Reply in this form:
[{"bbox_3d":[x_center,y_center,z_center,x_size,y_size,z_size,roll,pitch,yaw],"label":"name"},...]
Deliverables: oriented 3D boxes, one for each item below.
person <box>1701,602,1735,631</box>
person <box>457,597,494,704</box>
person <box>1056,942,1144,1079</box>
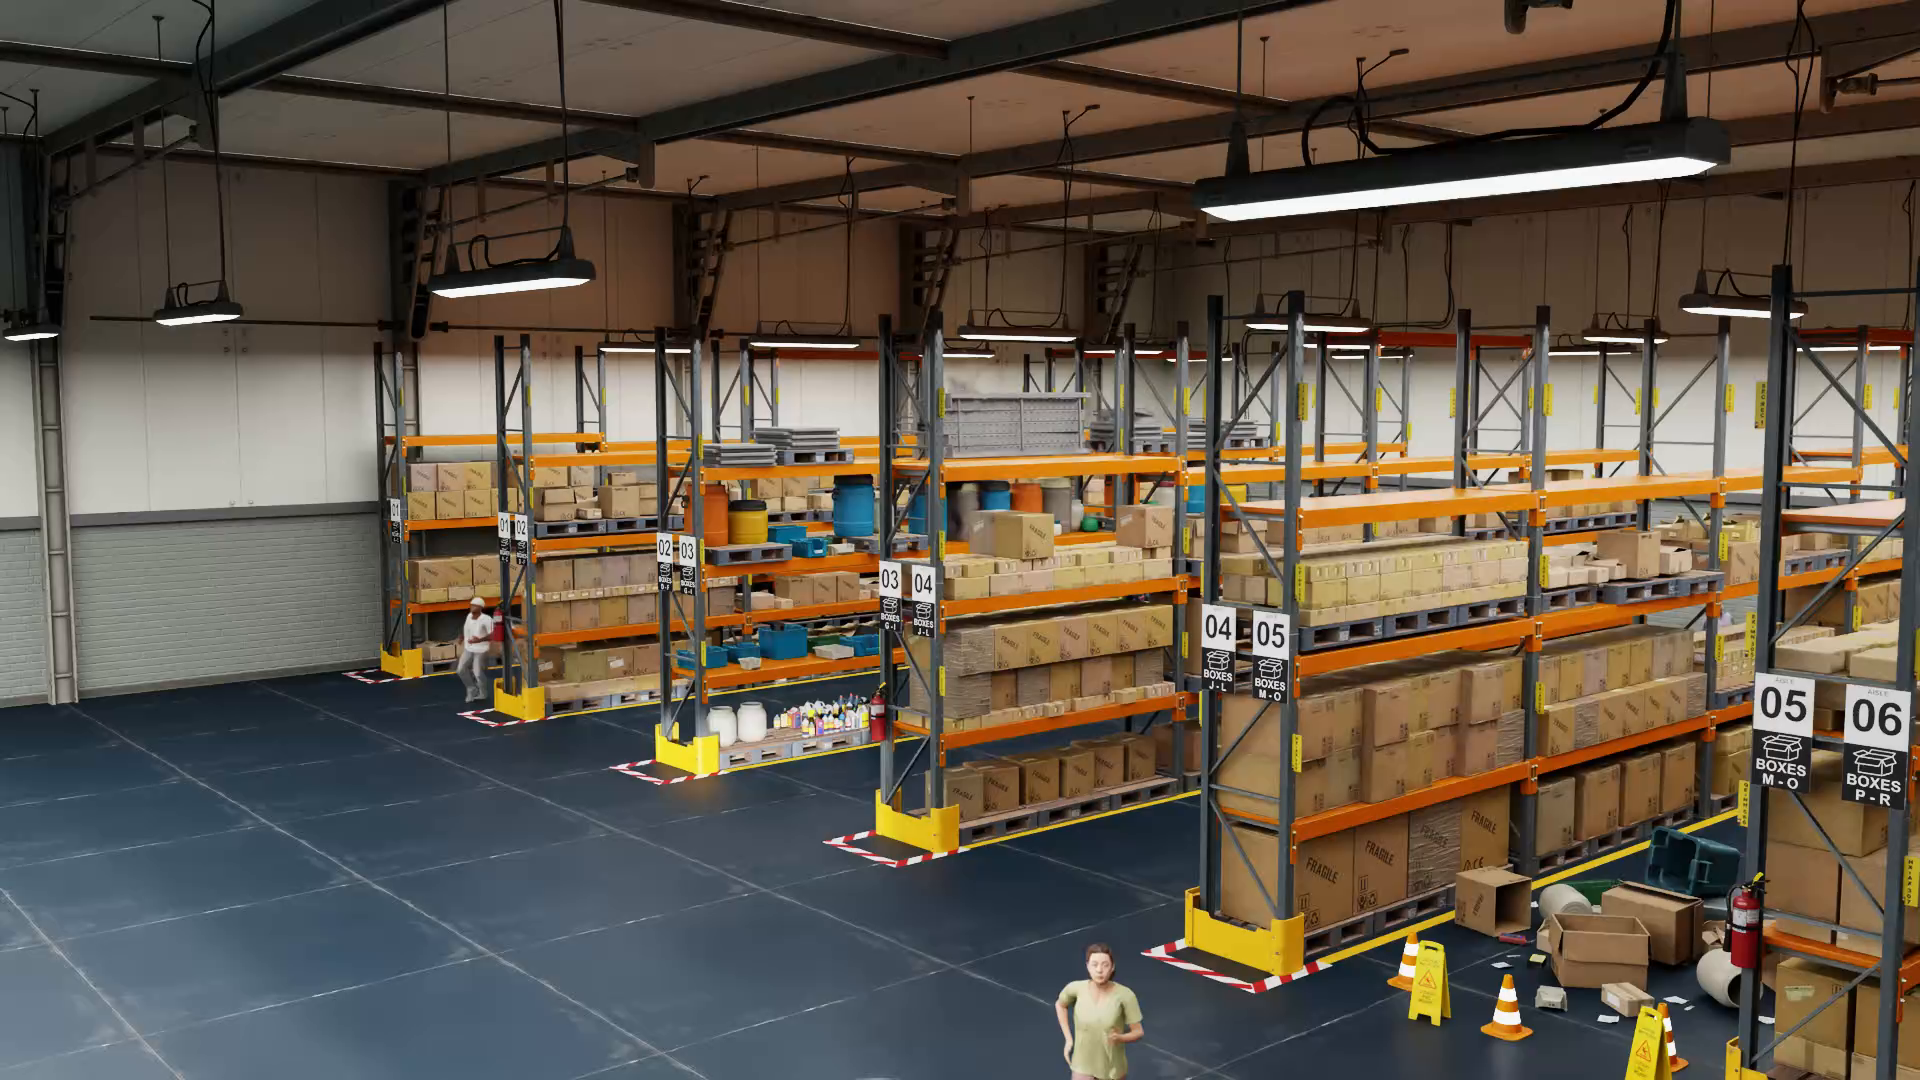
[{"bbox_3d":[13.047,1.811,28.536,0.688,1.538,0.565,0,5,0],"label":"person"},{"bbox_3d":[-7.922,1.819,27.272,0.731,1.777,0.611,3,6,26],"label":"person"},{"bbox_3d":[0.876,3.380,10.472,0.560,1.723,0.690,0,5,5],"label":"person"}]
